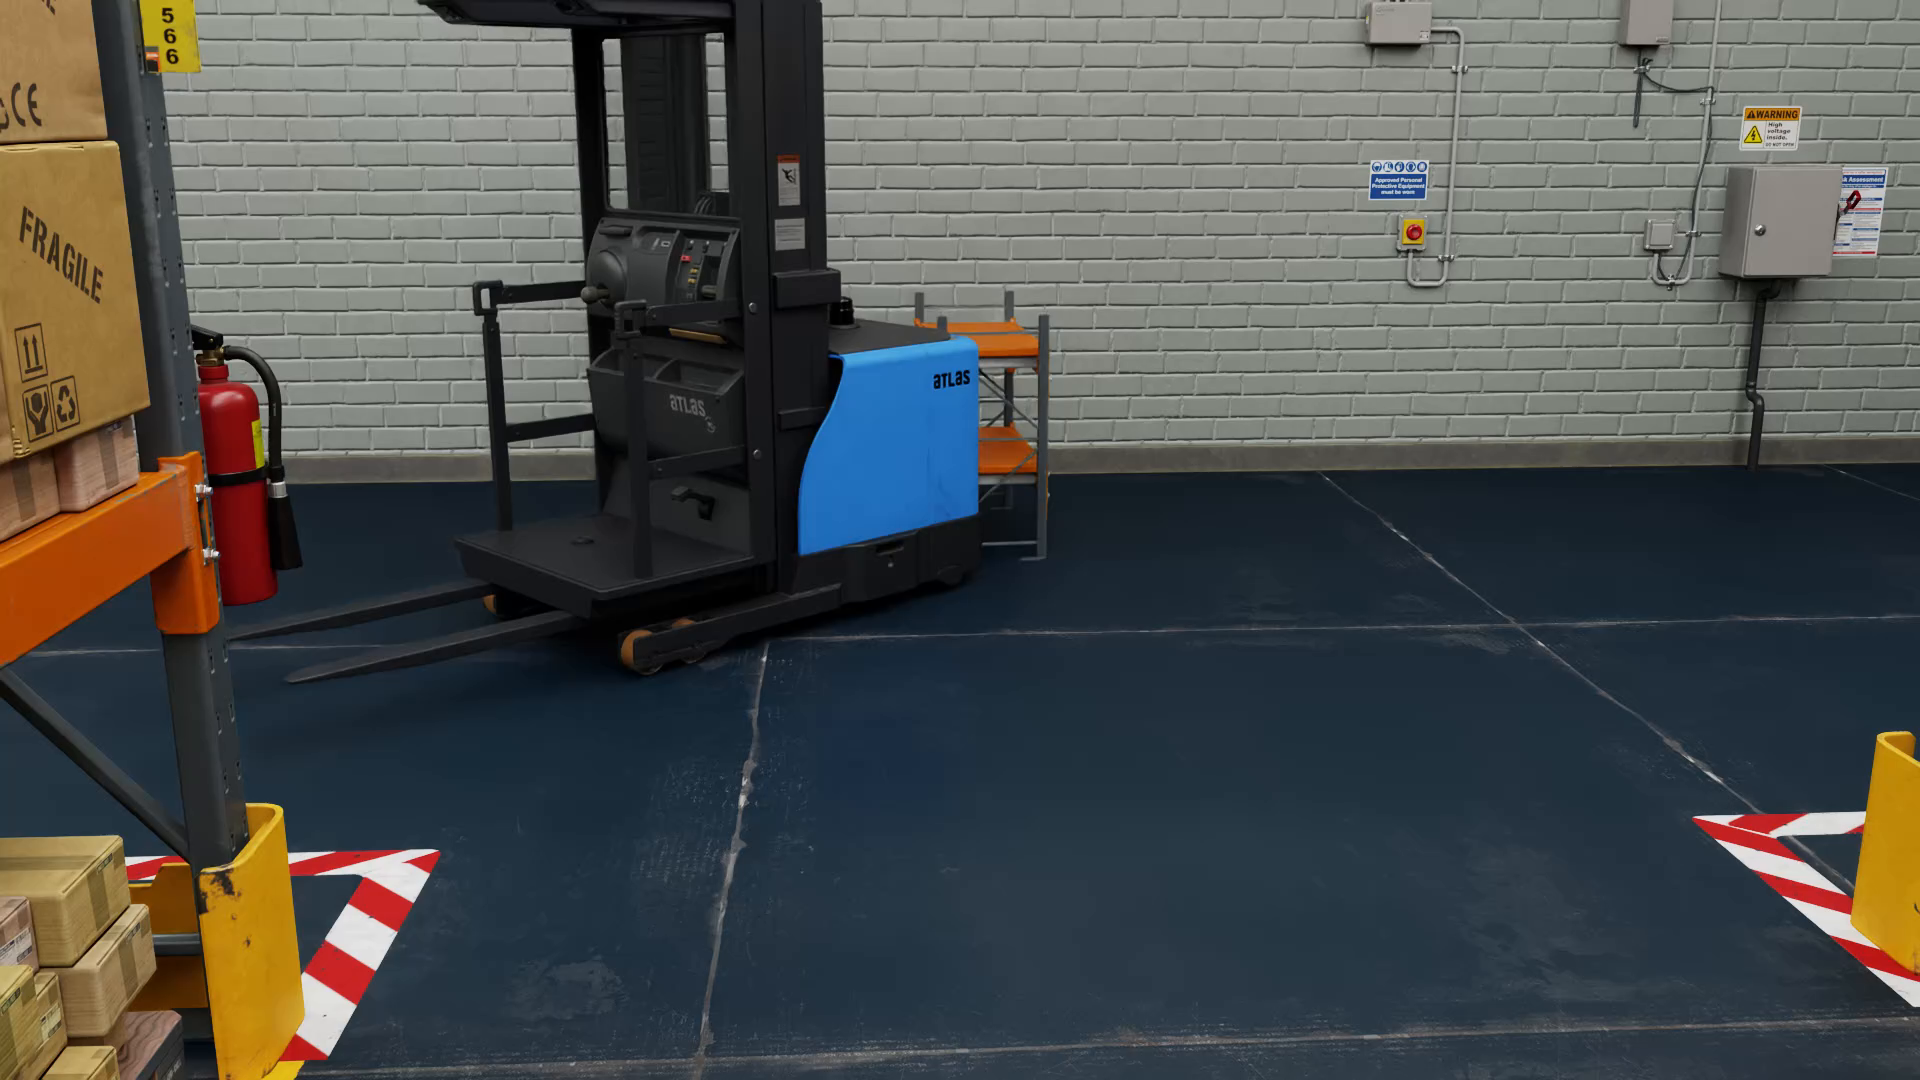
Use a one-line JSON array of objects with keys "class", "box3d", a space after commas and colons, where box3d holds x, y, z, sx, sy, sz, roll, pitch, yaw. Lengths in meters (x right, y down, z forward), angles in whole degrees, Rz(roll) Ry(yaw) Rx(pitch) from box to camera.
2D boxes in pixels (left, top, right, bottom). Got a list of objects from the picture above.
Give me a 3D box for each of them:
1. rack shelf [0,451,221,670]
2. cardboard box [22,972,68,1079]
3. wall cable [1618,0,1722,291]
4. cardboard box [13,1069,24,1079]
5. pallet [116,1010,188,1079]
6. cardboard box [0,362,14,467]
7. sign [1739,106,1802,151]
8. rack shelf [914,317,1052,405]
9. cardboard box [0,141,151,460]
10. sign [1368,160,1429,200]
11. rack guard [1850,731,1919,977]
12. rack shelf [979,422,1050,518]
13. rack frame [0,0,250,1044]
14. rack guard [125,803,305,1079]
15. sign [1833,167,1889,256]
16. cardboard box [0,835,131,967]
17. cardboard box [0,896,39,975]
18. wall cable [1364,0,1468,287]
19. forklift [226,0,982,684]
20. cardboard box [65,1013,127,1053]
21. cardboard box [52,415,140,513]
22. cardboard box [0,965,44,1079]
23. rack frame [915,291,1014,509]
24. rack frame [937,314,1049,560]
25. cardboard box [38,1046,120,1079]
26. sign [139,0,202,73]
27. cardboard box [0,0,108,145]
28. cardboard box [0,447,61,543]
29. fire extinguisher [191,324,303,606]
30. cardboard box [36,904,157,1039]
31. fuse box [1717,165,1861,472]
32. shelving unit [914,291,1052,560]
[{"class": "rack shelf", "box3d": [-1.954, 0.499, 1.510, 1.077, 0.370, 4.000, -1, 14, -3]}, {"class": "cardboard box", "box3d": [-1.798, 0.879, 2.870, 0.380, 0.149, 0.250, -1, 14, -5]}, {"class": "wall cable", "box3d": [3.899, -2.367, 9.167, 0.588, 1.984, 0.122, -1, 14, -3]}, {"class": "cardboard box", "box3d": [-1.726, 0.943, 2.624, 0.380, 0.149, 0.250, -1, 15, -6]}, {"class": "pallet", "box3d": [-2.058, 1.225, 2.840, 1.003, 0.211, 1.213, -1, 14, -3]}, {"class": "cardboard box", "box3d": [-1.766, -0.303, 2.387, 0.500, 0.500, 0.500, -1, 14, -4]}, {"class": "sign", "box3d": [4.522, -2.297, 9.276, 0.339, 0.242, 0.001, -1, 14, -3]}, {"class": "rack shelf", "box3d": [0.086, -0.861, 7.940, 0.538, 0.278, 1.000, -2, 15, -7]}, {"class": "cardboard box", "box3d": [-1.793, -0.431, 2.885, 0.500, 0.500, 0.500, -1, 14, -2]}, {"class": "sign", "box3d": [2.432, -1.995, 9.219, 0.327, 0.218, 0.001, -1, 14, -3]}, {"class": "rack guard", "box3d": [2.855, 0.757, 4.082, 1.175, 0.500, 0.348, -1, 14, -3]}, {"class": "rack shelf", "box3d": [0.086, -0.341, 8.074, 0.538, 0.278, 1.000, -2, 15, -7]}, {"class": "rack frame", "box3d": [-2.078, -0.346, 3.353, 1.000, 3.000, 0.127, -1, 14, -3]}, {"class": "rack guard", "box3d": [-2.073, 0.883, 3.591, 1.175, 0.500, 0.348, -1, 14, -3]}, {"class": "sign", "box3d": [5.070, -1.859, 9.423, 0.329, 0.494, 0.001, -1, 14, -3]}, {"class": "cardboard box", "box3d": [-1.792, 0.670, 3.085, 0.380, 0.149, 0.250, -1, 14, -3]}, {"class": "cardboard box", "box3d": [-1.834, 0.734, 2.839, 0.380, 0.149, 0.250, -1, 14, -2]}, {"class": "wall cable", "box3d": [2.484, -2.357, 9.066, 0.585, 1.953, 0.123, -1, 14, -3]}, {"class": "forklift", "box3d": [-1.308, -1.068, 6.296, 3.031, 2.935, 1.130, -14, 20, -43]}, {"class": "cardboard box", "box3d": [-1.837, 0.959, 3.160, 0.380, 0.149, 0.250, -1, 14, -2]}, {"class": "cardboard box", "box3d": [-1.775, -0.148, 3.086, 0.380, 0.149, 0.250, -1, 14, -3]}, {"class": "cardboard box", "box3d": [-1.691, 0.796, 2.596, 0.380, 0.149, 0.250, -1, 14, -5]}, {"class": "rack frame", "box3d": [0.023, -0.703, 8.502, 0.500, 1.125, 0.032, -2, 15, -7]}, {"class": "rack frame", "box3d": [0.148, -0.452, 7.525, 0.500, 1.125, 0.032, -2, 15, -7]}, {"class": "cardboard box", "box3d": [-1.720, 1.021, 2.917, 0.380, 0.149, 0.250, 0, 14, -2]}, {"class": "sign", "box3d": [-1.522, -1.064, 3.183, 0.100, 0.325, 0.005, -1, 14, -3]}, {"class": "cardboard box", "box3d": [-1.801, -0.913, 2.752, 0.500, 0.500, 0.500, -1, 14, -5]}, {"class": "cardboard box", "box3d": [-1.797, -0.086, 2.844, 0.380, 0.149, 0.250, -1, 14, -4]}, {"class": "fire extinguisher", "box3d": [-1.632, -0.198, 3.680, 0.296, 0.674, 0.183, -1, 14, -3]}, {"class": "cardboard box", "box3d": [-1.760, 0.814, 3.126, 0.380, 0.149, 0.250, -1, 14, -5]}, {"class": "fuse box", "box3d": [4.590, -1.222, 9.342, 0.539, 1.711, 0.414, -1, 14, -3]}, {"class": "shelving unit", "box3d": [0.086, -0.577, 8.013, 0.538, 1.125, 1.048, -2, 15, -7]}]
